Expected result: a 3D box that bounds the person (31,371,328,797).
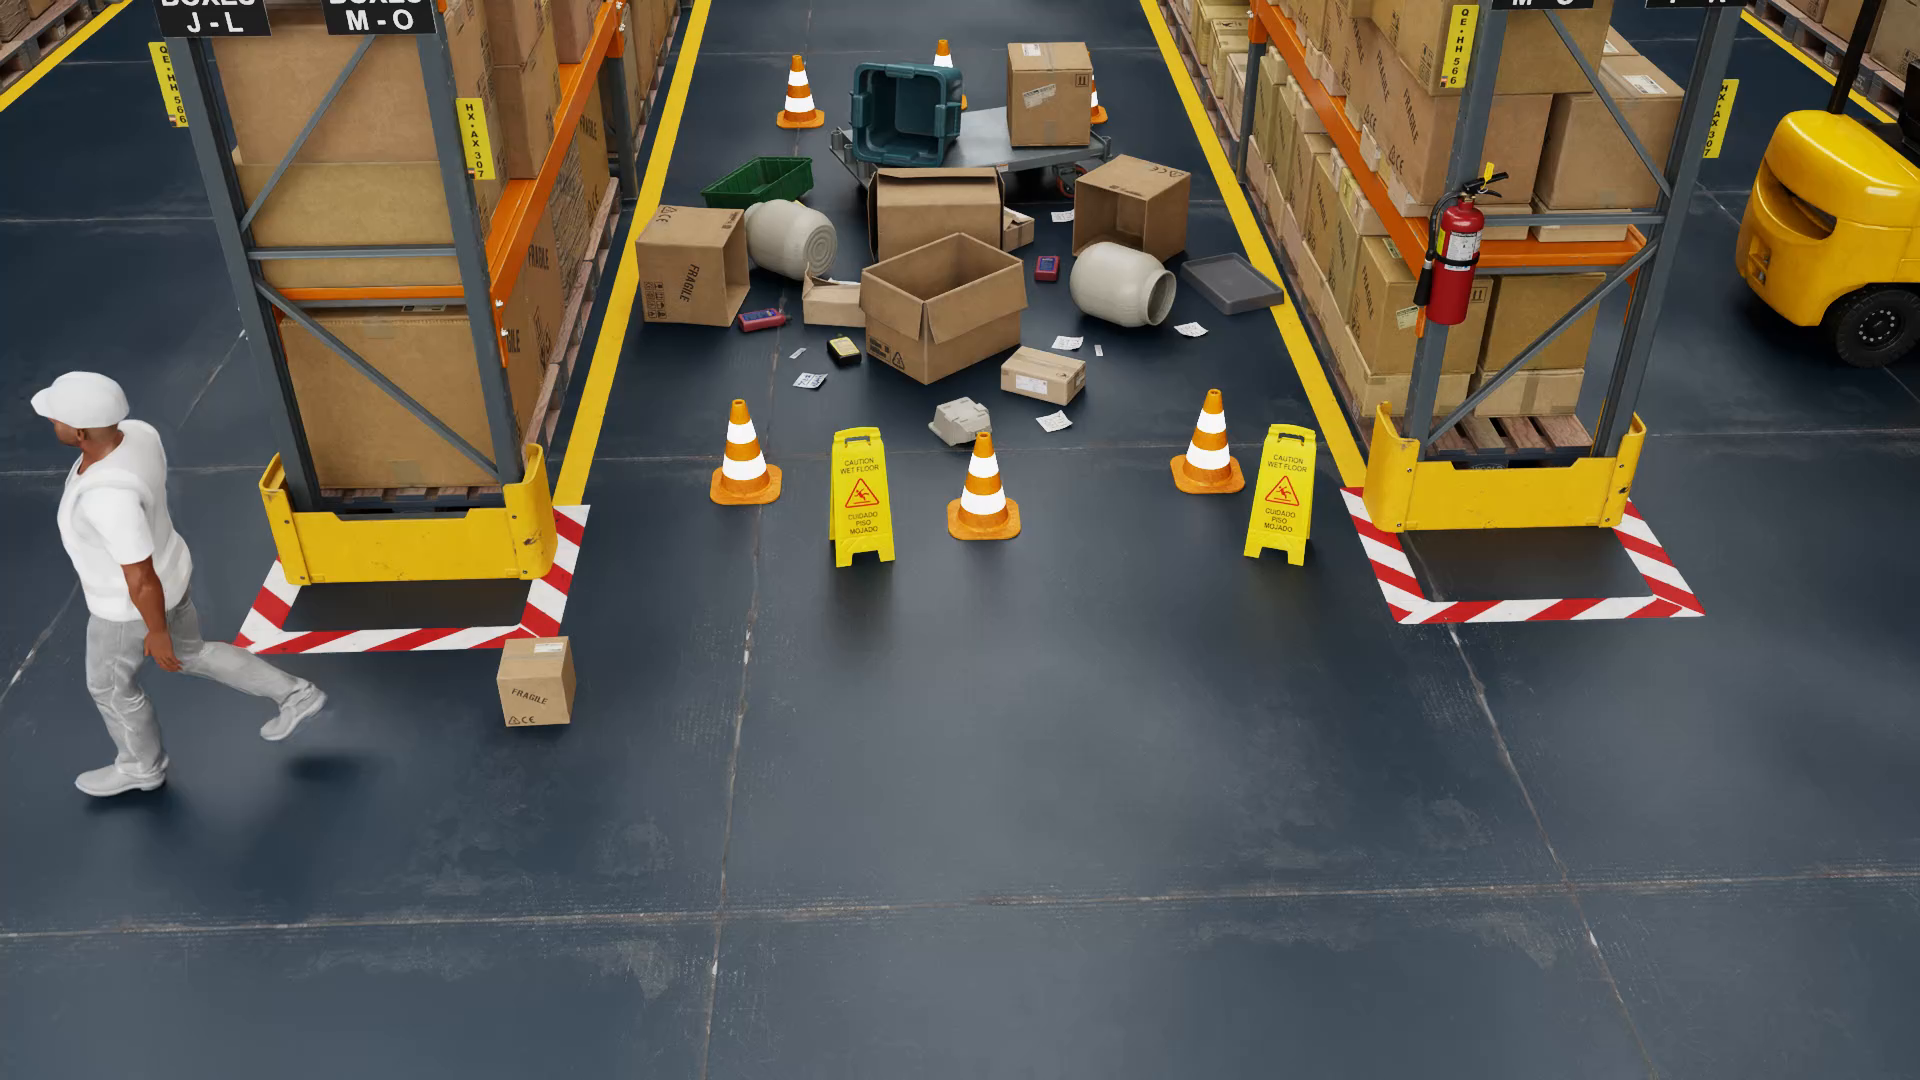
[{"bbox_3d":[-2.873,0.150,5.905,0.923,1.739,0.590,-5,35,-7],"label":"person"}]
